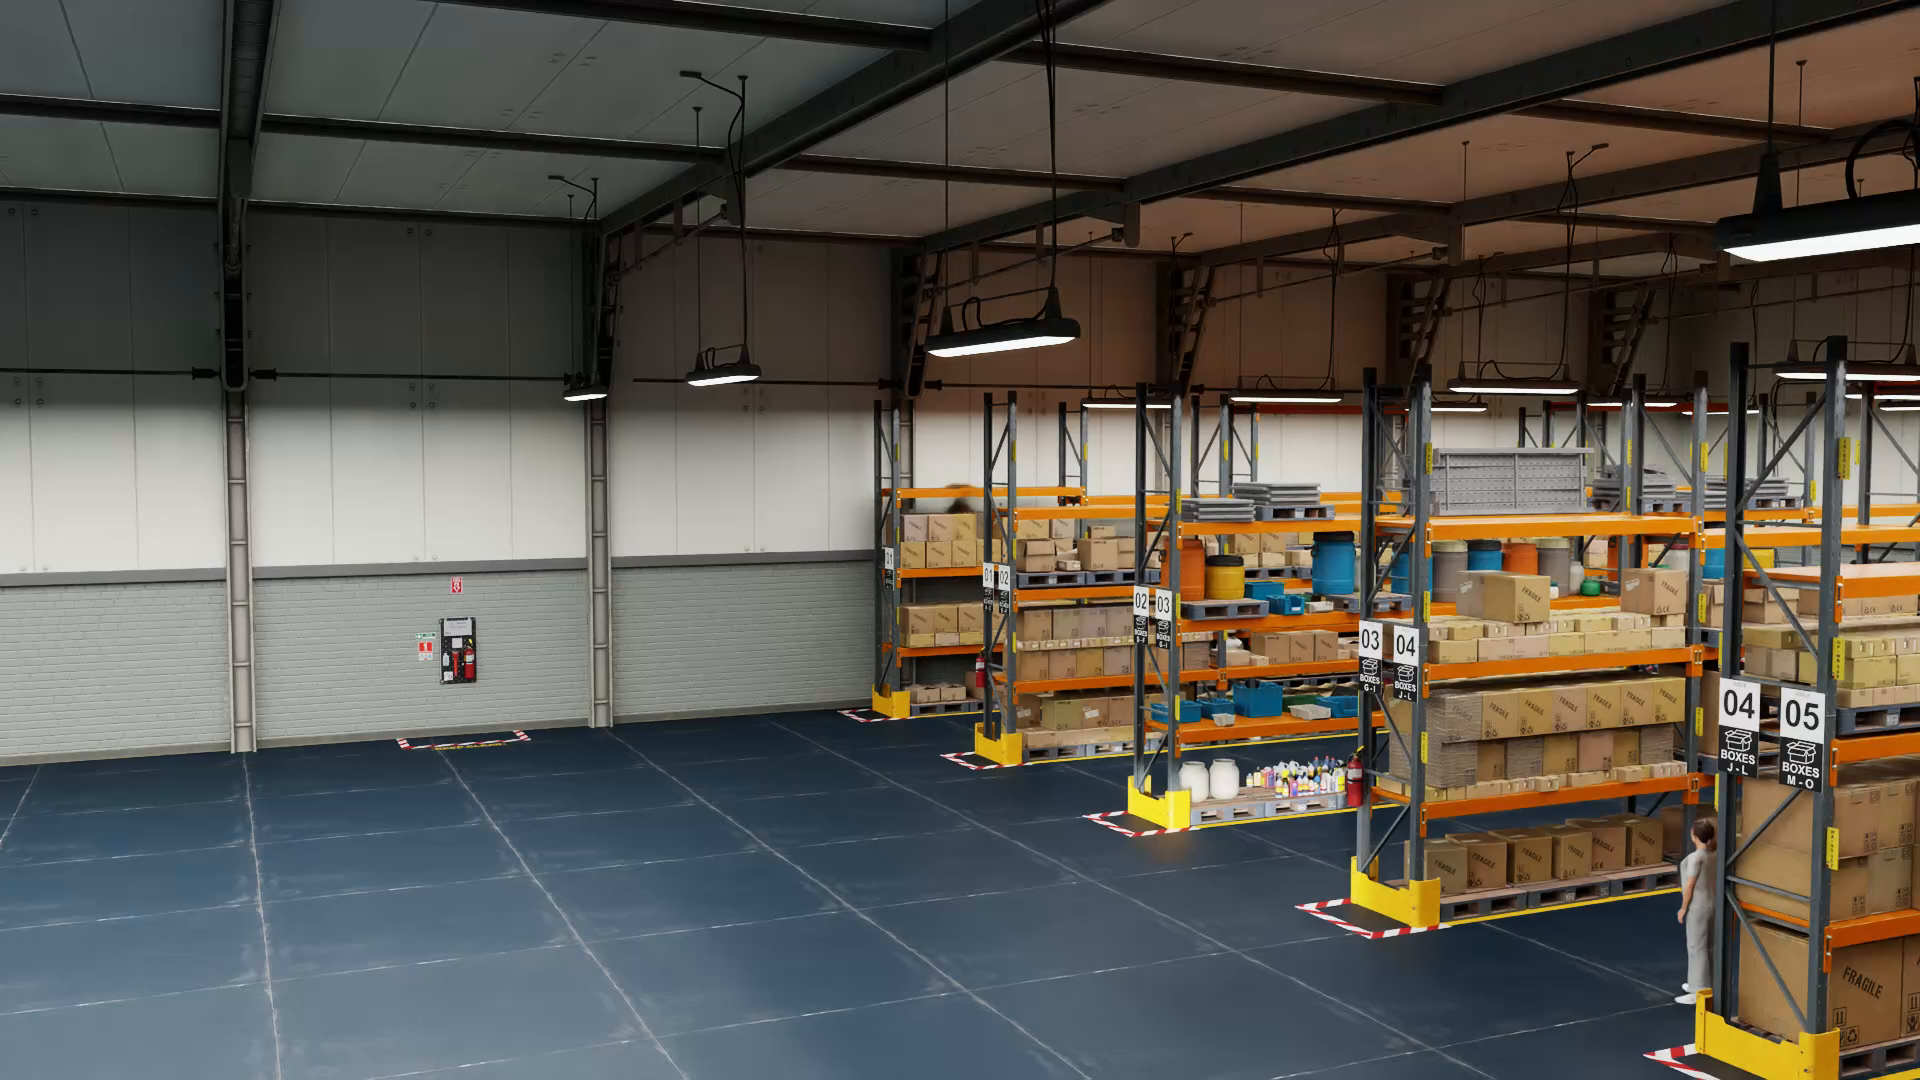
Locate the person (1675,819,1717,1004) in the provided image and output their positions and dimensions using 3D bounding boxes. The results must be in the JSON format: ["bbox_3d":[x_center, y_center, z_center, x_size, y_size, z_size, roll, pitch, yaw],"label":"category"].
[{"bbox_3d":[6.855,3.437,15.451,0.357,1.704,0.437,2,4,33],"label":"person"}]

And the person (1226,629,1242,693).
[{"bbox_3d":[5.044,2.452,31.267,0.603,1.787,0.389,-2,4,-26],"label":"person"}]
